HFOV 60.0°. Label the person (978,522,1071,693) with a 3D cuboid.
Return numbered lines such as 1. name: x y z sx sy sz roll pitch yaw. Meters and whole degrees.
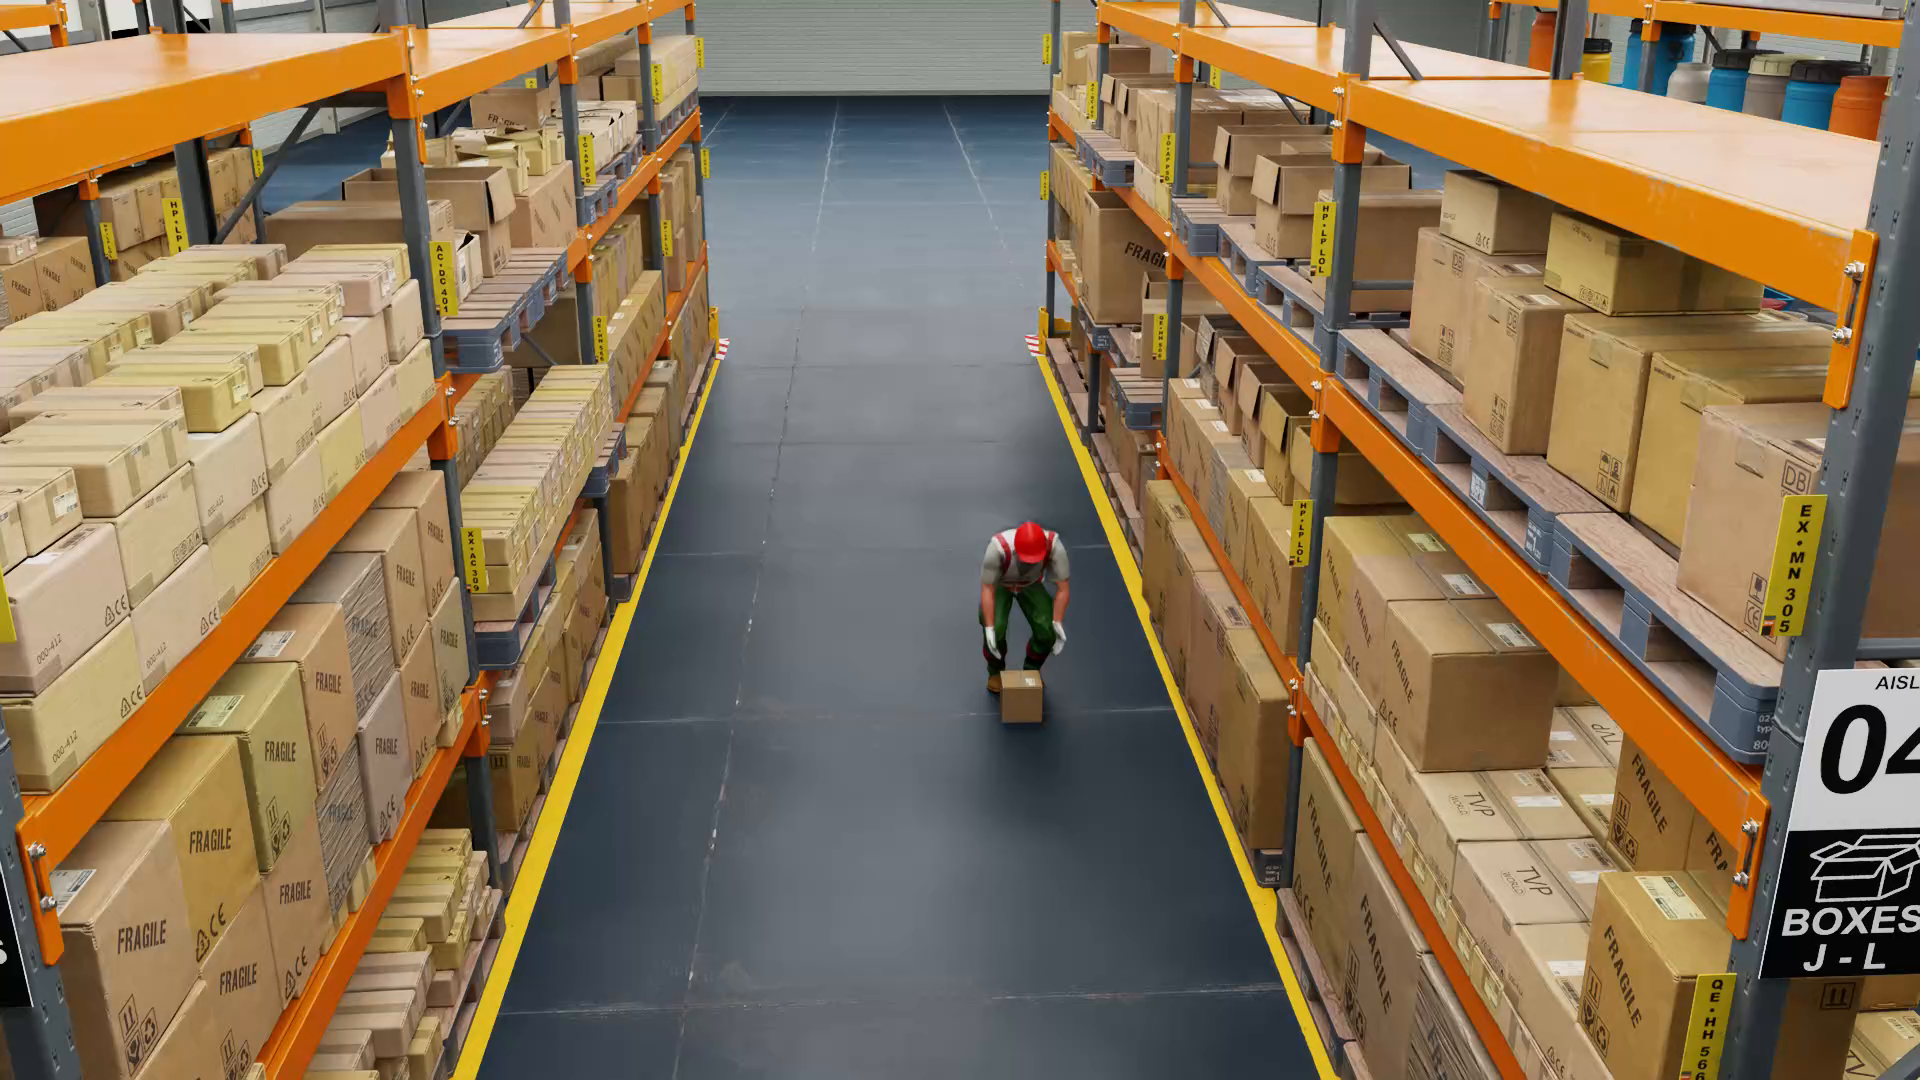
1. person: 0.412 0.387 10.758 0.582 1.260 0.829 -1 20 -3
